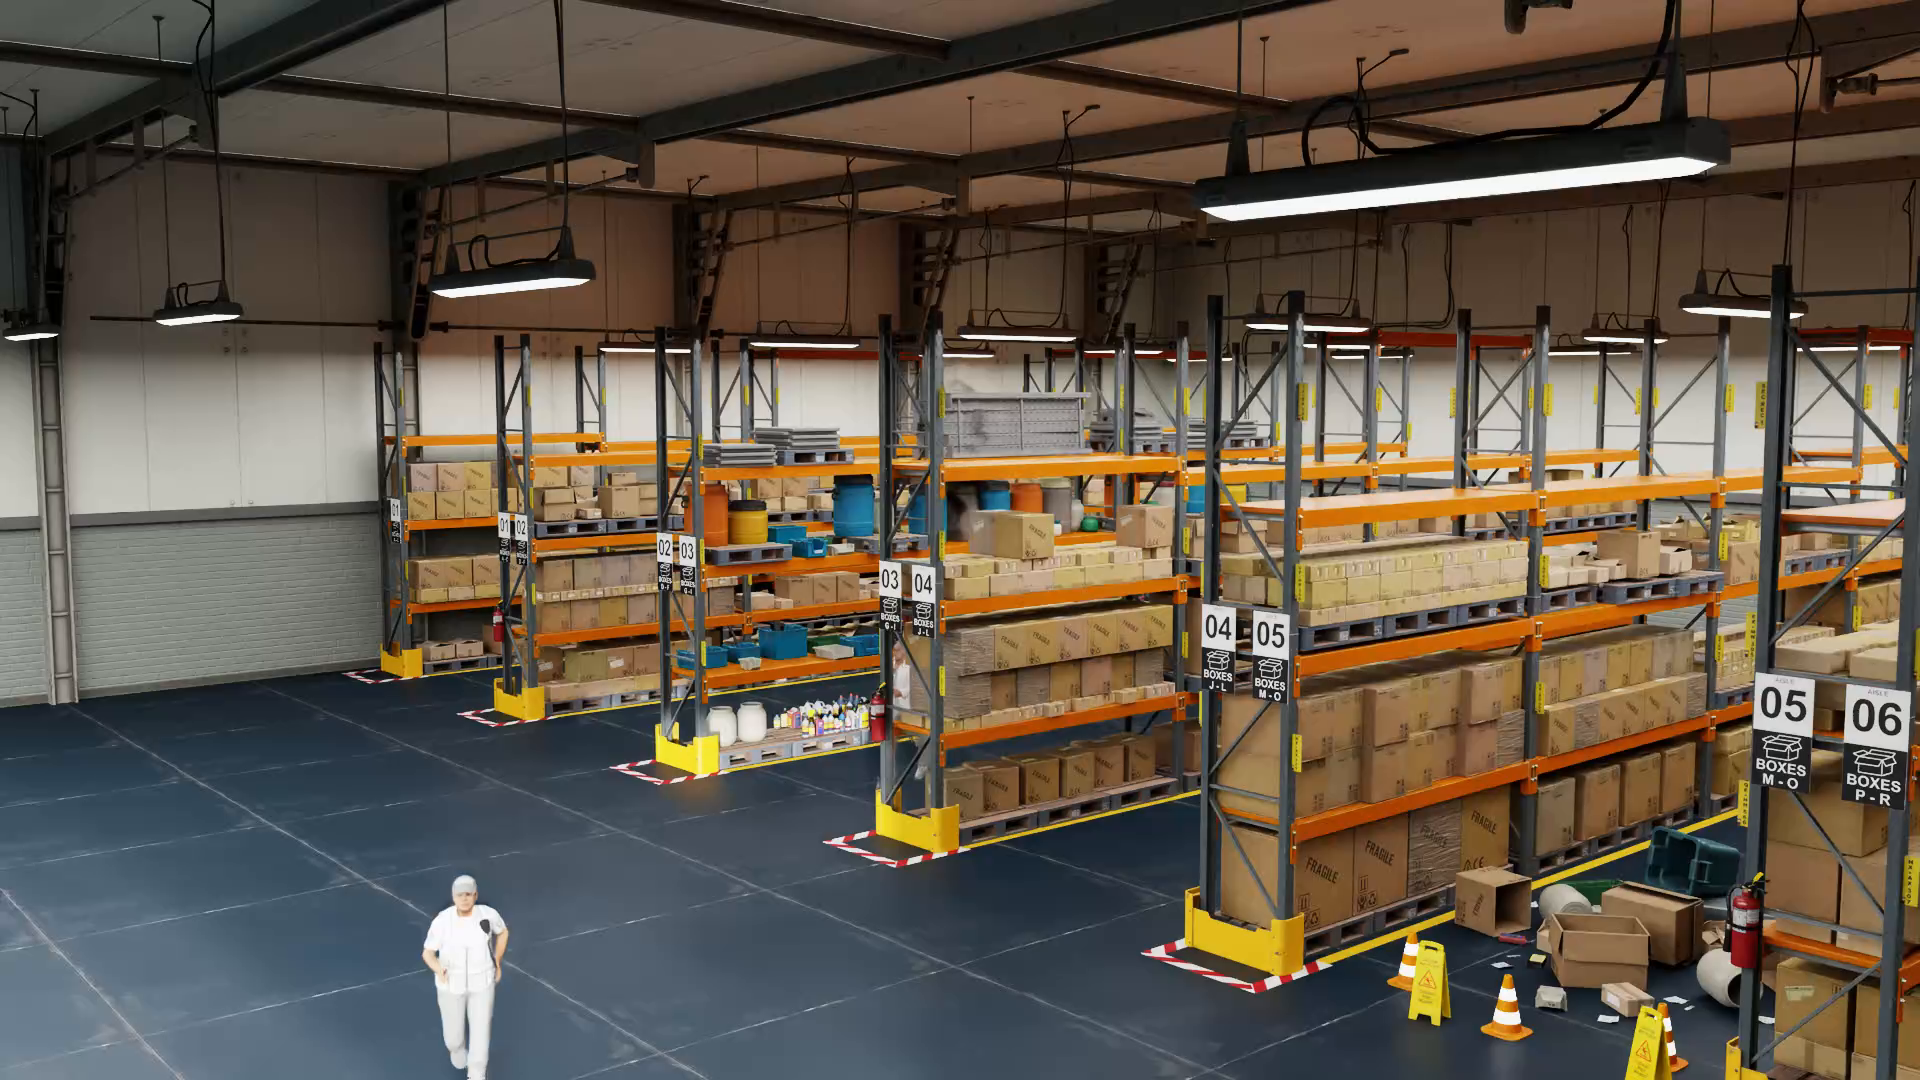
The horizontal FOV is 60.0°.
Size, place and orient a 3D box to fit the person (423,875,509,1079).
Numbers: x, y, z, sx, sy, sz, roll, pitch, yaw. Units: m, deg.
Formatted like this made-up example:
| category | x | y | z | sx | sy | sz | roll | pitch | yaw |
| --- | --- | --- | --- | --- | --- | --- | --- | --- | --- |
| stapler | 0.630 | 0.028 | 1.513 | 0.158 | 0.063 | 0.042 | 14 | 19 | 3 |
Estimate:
| category | x | y | z | sx | sy | sz | roll | pitch | yaw |
| --- | --- | --- | --- | --- | --- | --- | --- | --- | --- |
| person | -3.583 | 3.249 | 12.098 | 0.607 | 1.658 | 0.849 | -2 | 5 | -17 |

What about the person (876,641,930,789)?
| category | x | y | z | sx | sy | sz | roll | pitch | yaw |
| --- | --- | --- | --- | --- | --- | --- | --- | --- | --- |
| person | -0.699 | 2.208 | 20.880 | 0.649 | 1.706 | 0.964 | 4 | 6 | 34 |
